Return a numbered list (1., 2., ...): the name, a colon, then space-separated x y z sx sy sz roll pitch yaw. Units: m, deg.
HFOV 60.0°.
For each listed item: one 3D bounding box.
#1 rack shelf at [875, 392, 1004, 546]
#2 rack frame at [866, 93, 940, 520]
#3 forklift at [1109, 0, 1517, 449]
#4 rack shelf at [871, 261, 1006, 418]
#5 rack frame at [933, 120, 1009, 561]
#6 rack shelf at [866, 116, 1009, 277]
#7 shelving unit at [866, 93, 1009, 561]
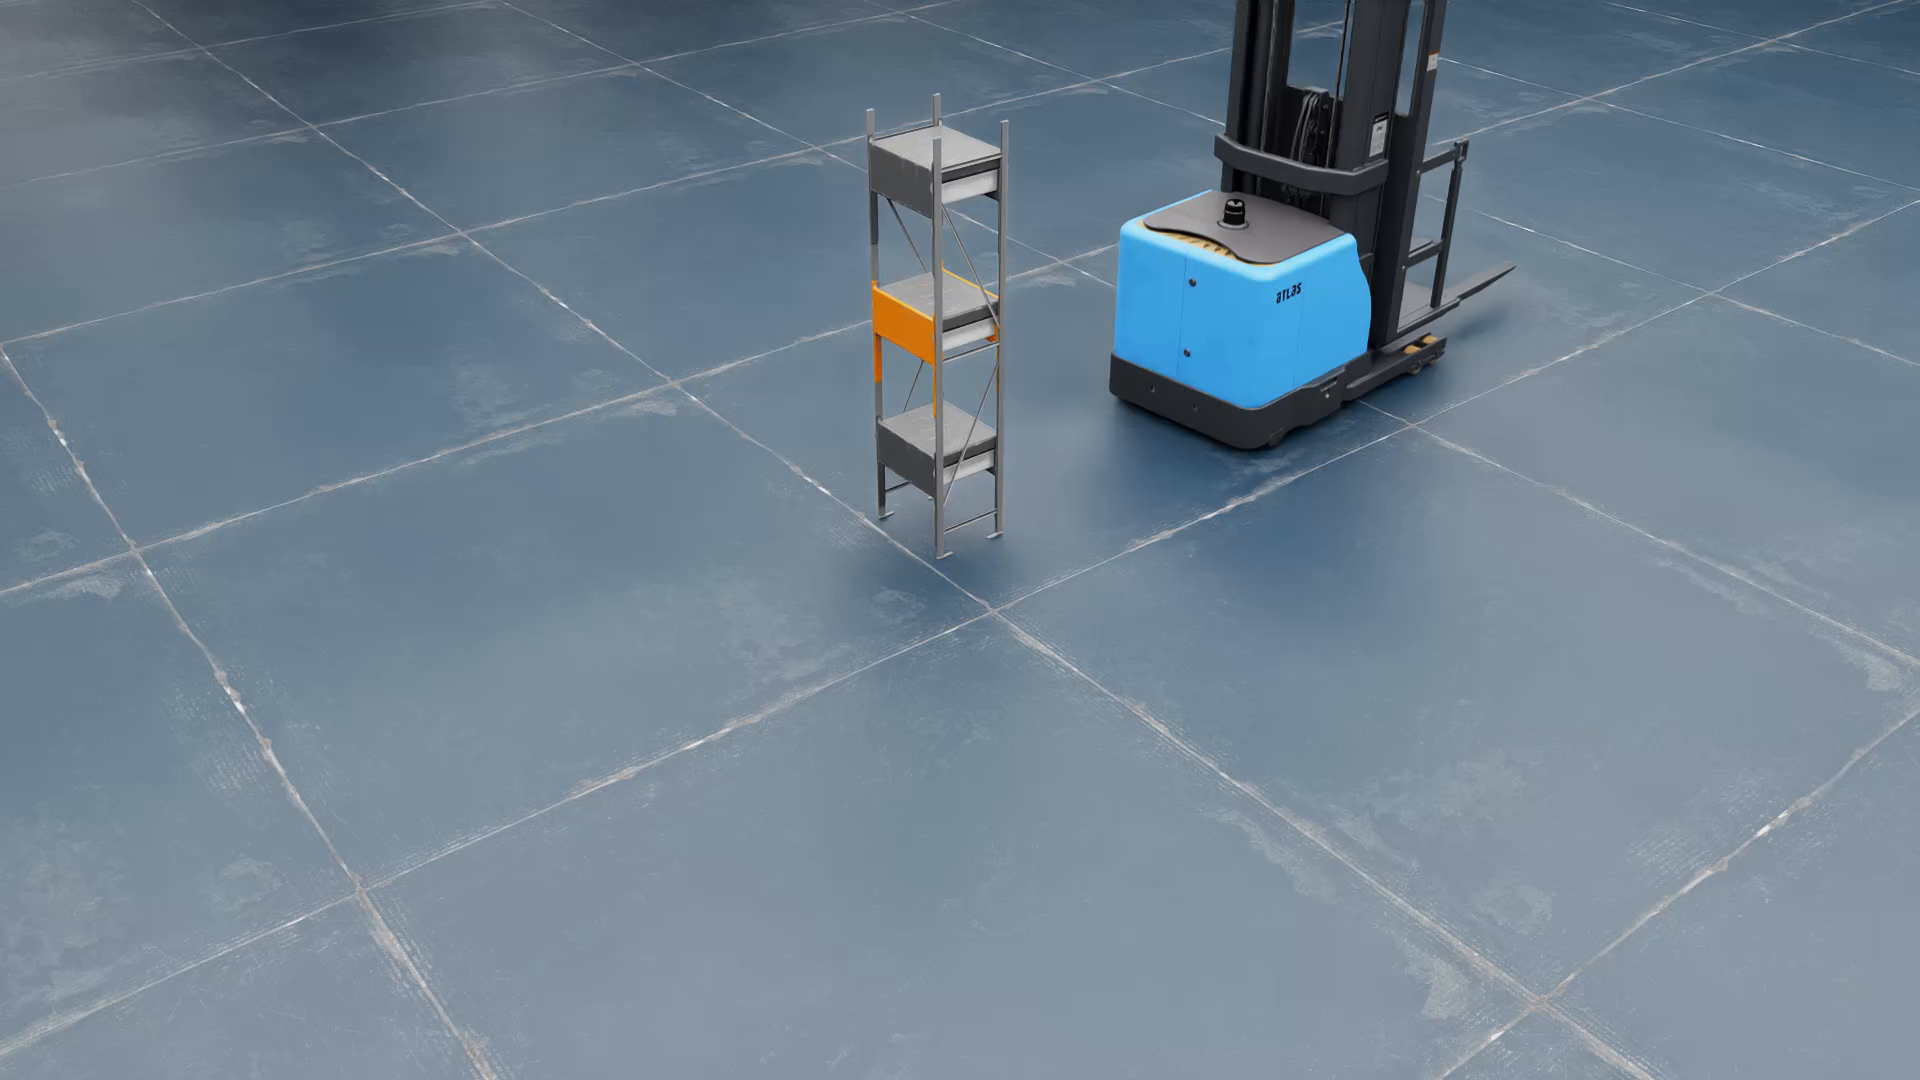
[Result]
1. rack shelf: -0.102 -0.355 8.184 0.431 0.518 0.480 -22 38 -31
2. rack frame: -0.251 -1.063 7.971 0.400 2.100 0.015 -22 38 -31
3. forklift: 2.259 -2.401 9.338 3.031 2.935 1.130 -27 41 -36
4. rack shelf: -0.101 -0.949 7.814 0.431 0.518 0.480 -22 38 -31
5. rack frame: 0.048 -0.859 7.643 0.400 2.100 0.015 -22 38 -31
6. rack shelf: -0.101 -1.544 7.445 0.431 0.518 0.480 -22 38 -31
7. shelving unit: -0.101 -0.961 7.807 0.431 2.100 0.503 -22 38 -31
